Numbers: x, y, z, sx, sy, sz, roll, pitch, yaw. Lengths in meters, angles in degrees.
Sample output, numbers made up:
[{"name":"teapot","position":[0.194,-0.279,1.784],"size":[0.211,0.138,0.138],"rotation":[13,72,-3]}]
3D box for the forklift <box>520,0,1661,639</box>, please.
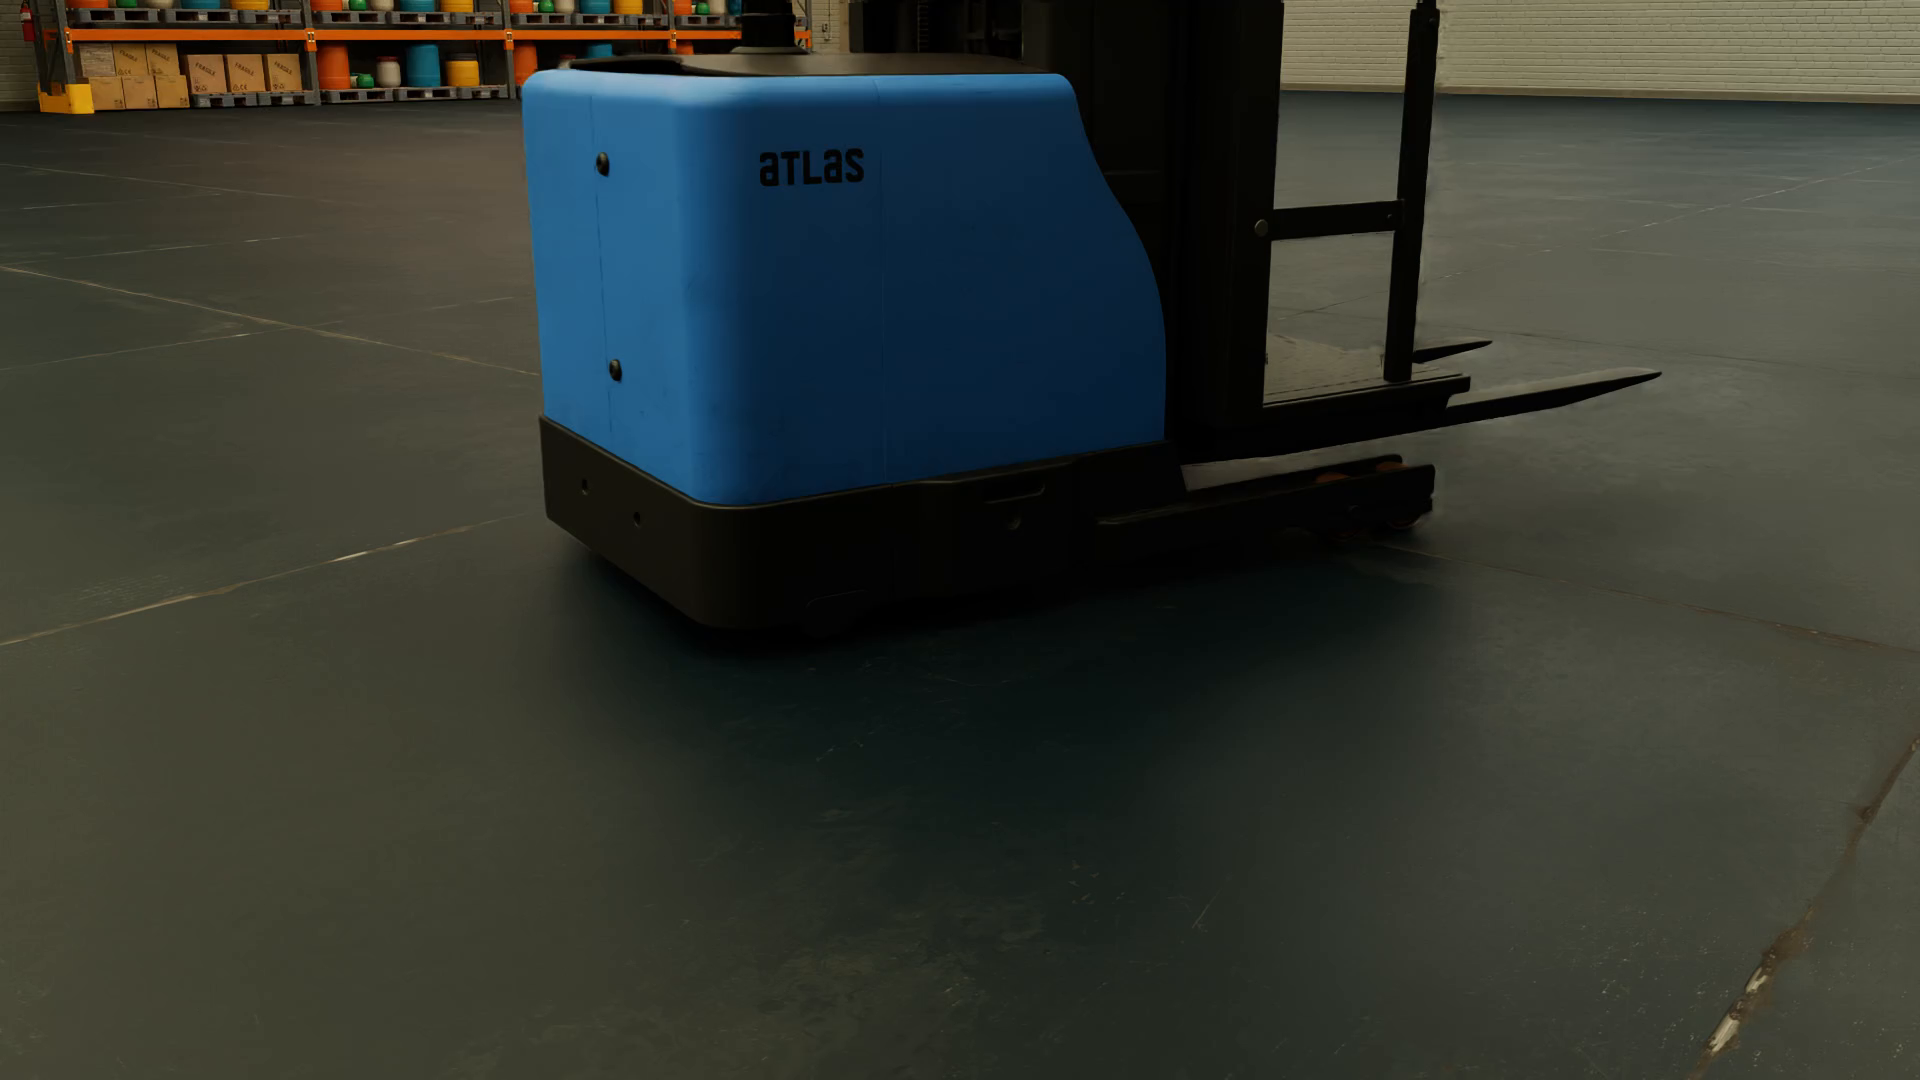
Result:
[{"name":"forklift","position":[0.549,-1.515,3.887],"size":[3.031,2.935,1.130],"rotation":[-10,20,-31]}]
